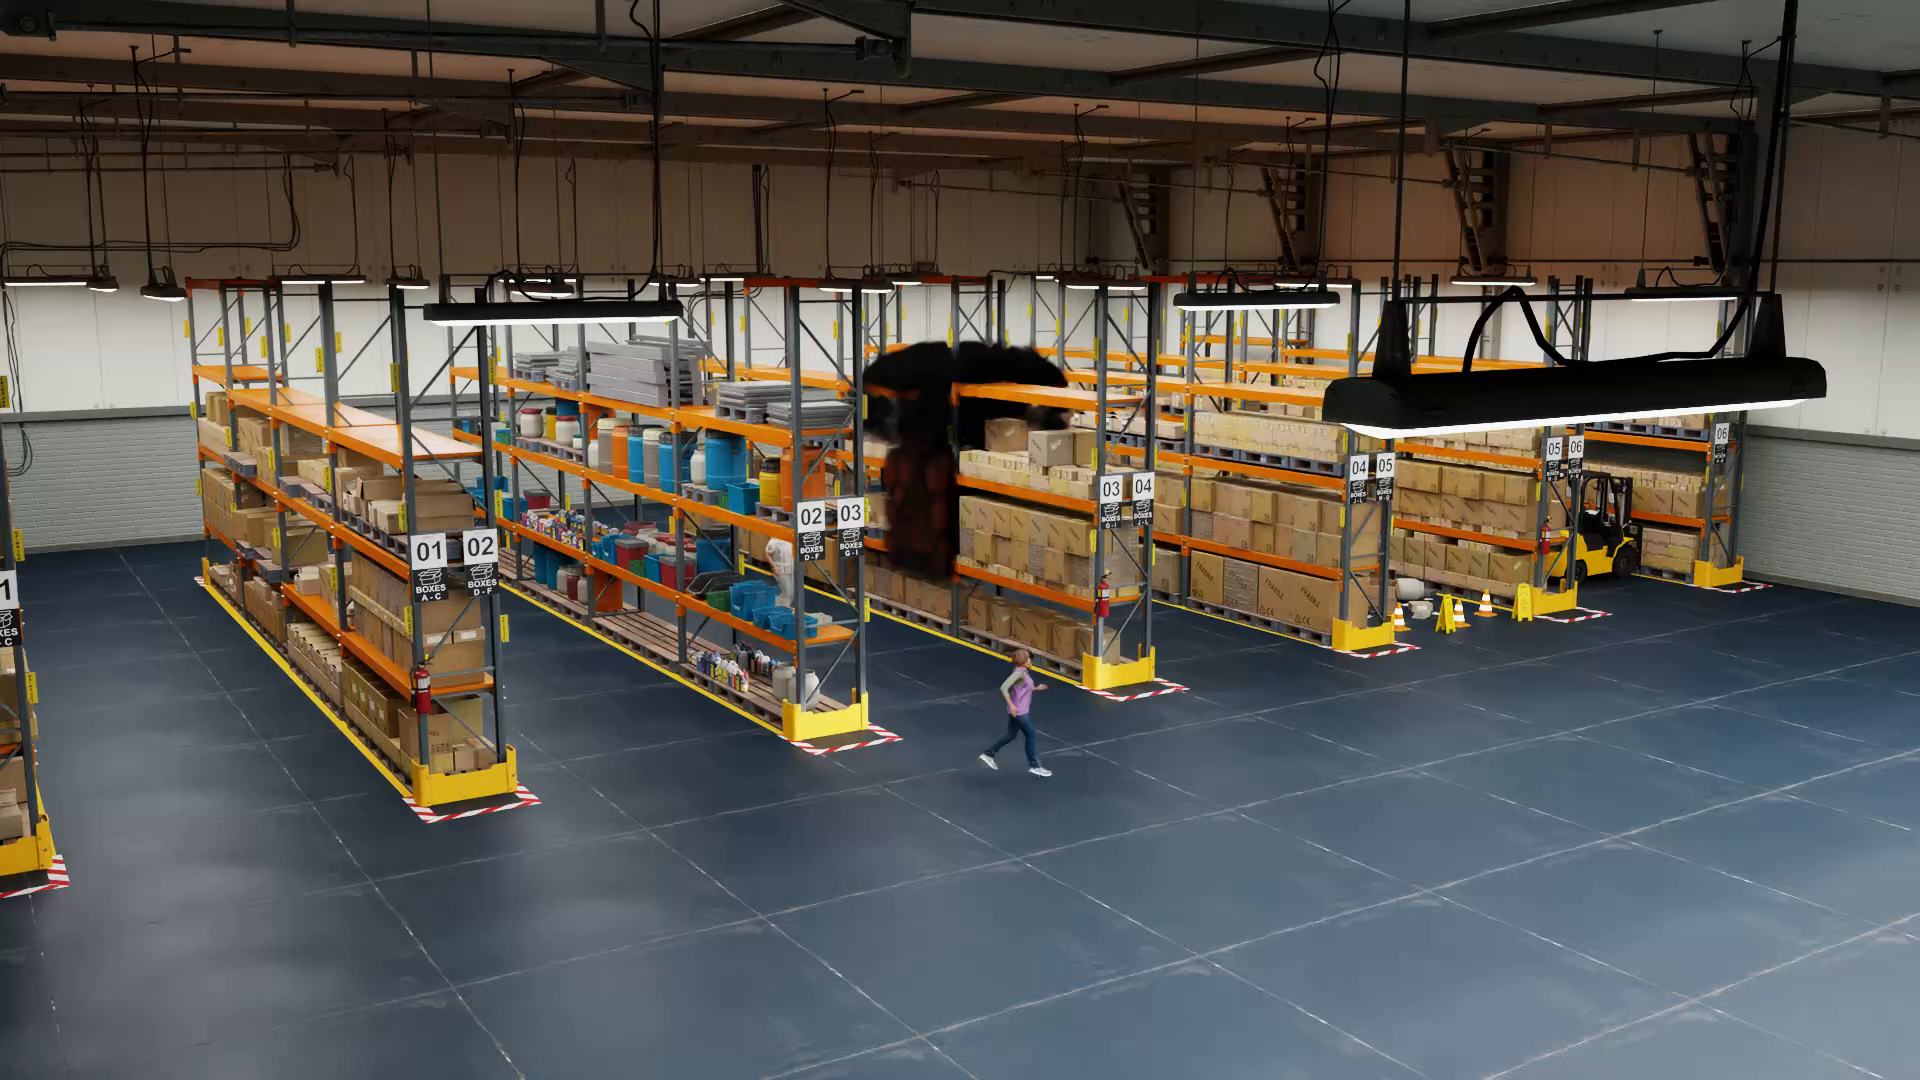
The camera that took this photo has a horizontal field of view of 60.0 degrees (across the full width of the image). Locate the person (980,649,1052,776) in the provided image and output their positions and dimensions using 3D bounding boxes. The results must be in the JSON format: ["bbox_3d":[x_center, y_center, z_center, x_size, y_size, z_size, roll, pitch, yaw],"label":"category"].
[{"bbox_3d":[0.691,2.118,20.453,0.886,1.596,0.530,0,10,0],"label":"person"}]

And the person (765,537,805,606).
[{"bbox_3d":[-2.892,0.529,27.907,0.649,1.779,0.588,-8,13,-40],"label":"person"}]

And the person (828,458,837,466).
[{"bbox_3d":[-3.156,-1.294,40.782,0.616,1.706,0.638,2,10,11],"label":"person"}]
